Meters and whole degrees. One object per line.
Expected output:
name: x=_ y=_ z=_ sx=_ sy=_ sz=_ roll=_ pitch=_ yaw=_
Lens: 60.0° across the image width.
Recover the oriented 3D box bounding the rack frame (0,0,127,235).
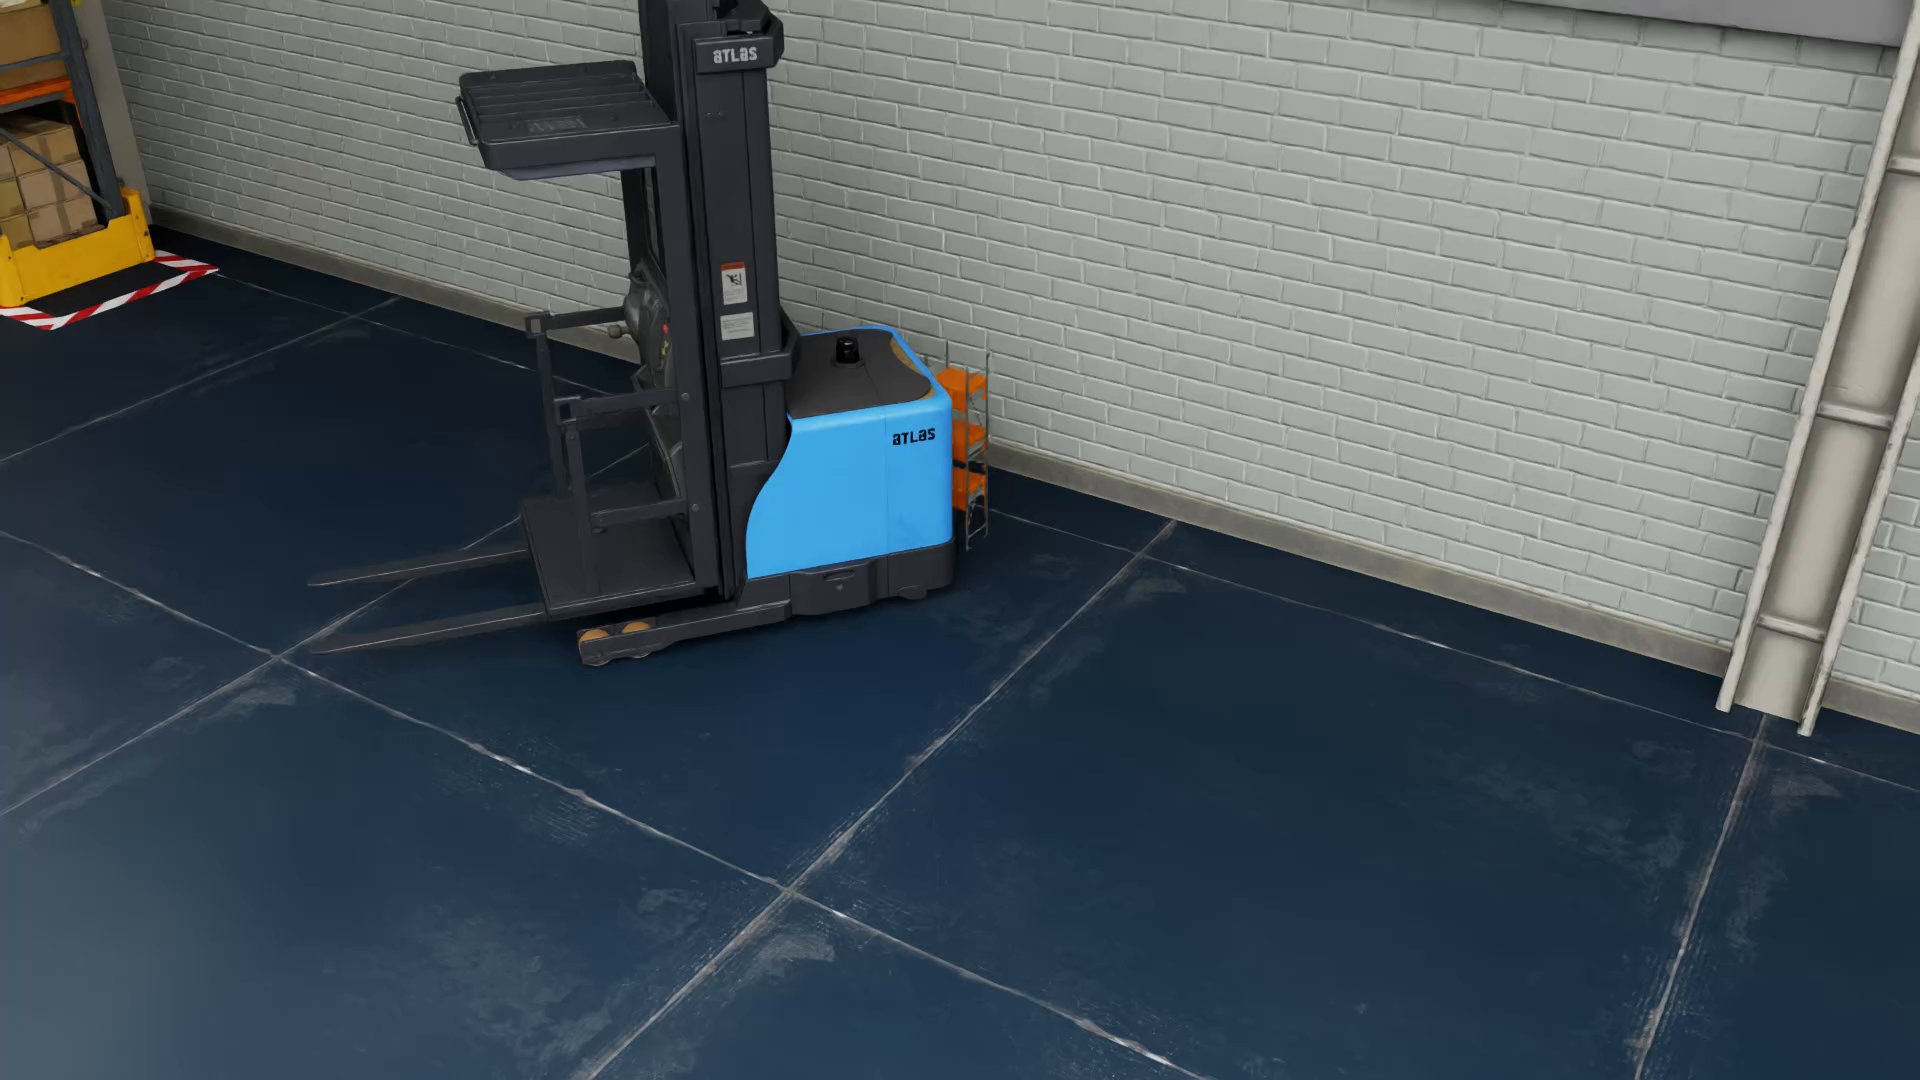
rack frame: x=-6.419 y=-3.196 z=11.252 sx=0.127 sy=3.000 sz=1.000 roll=18 pitch=35 yaw=27

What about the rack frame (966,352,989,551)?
rack frame: x=0.088 y=-0.438 z=8.457 sx=0.008 sy=1.050 sz=0.200 roll=18 pitch=35 yaw=29

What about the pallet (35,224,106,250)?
pallet: x=-7.089 y=-2.179 z=12.275 sx=1.213 sy=0.211 sz=1.003 roll=18 pitch=35 yaw=27

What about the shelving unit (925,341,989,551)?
shelving unit: x=-0.013 y=-0.472 z=8.516 sx=0.252 sy=1.050 sz=0.215 roll=18 pitch=35 yaw=29

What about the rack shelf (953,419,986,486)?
rack shelf: x=-0.013 y=-0.463 z=8.521 sx=0.240 sy=0.259 sz=0.215 roll=18 pitch=35 yaw=29

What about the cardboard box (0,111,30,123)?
cardboard box: x=-7.151 y=-2.964 z=12.173 sx=0.500 sy=0.250 sz=0.500 roll=18 pitch=35 yaw=27

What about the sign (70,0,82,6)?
sign: x=-6.119 y=-3.839 z=11.417 sx=0.005 sy=0.325 sz=0.100 roll=18 pitch=35 yaw=27

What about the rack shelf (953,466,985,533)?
rack shelf: x=-0.012 y=-0.223 z=8.662 sx=0.240 sy=0.259 sz=0.215 roll=18 pitch=35 yaw=29

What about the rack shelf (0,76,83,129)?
rack shelf: x=-8.113 y=-3.421 z=12.351 sx=4.000 sy=0.370 sz=1.077 roll=18 pitch=35 yaw=27

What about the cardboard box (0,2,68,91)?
cardboard box: x=-6.691 y=-3.491 z=11.657 sx=0.500 sy=0.500 sz=0.500 roll=19 pitch=35 yaw=29

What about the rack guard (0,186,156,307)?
rack guard: x=-6.399 y=-2.110 z=11.871 sx=0.348 sy=0.500 sz=1.175 roll=18 pitch=35 yaw=27

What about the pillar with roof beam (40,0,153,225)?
pillar with roof beam: x=-8.818 y=-4.521 z=7.570 sx=0.400 sy=9.000 sz=9.100 roll=18 pitch=35 yaw=27

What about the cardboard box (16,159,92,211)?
cardboard box: x=-6.707 y=-2.620 z=12.081 sx=0.500 sy=0.250 sz=0.500 roll=18 pitch=35 yaw=28

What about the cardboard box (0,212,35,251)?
cardboard box: x=-6.985 y=-2.181 z=11.823 sx=0.500 sy=0.250 sz=0.500 roll=18 pitch=35 yaw=28

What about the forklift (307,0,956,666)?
forklift: x=-1.594 y=-0.980 z=7.522 sx=3.031 sy=2.935 sz=1.130 roll=-10 pitch=32 yaw=-17

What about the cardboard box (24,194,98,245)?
cardboard box: x=-6.731 y=-2.405 z=12.207 sx=0.500 sy=0.250 sz=0.500 roll=18 pitch=35 yaw=28

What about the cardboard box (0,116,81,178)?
cardboard box: x=-6.725 y=-2.831 z=11.946 sx=0.500 sy=0.250 sz=0.500 roll=17 pitch=34 yaw=27

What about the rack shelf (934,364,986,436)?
rack shelf: x=-0.014 y=-0.708 z=8.378 sx=0.240 sy=0.259 sz=0.215 roll=18 pitch=35 yaw=29

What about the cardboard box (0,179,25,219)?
cardboard box: x=-6.997 y=-2.403 z=11.708 sx=0.500 sy=0.250 sz=0.500 roll=17 pitch=34 yaw=27

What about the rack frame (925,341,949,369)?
rack frame: x=-0.115 y=-0.506 z=8.574 sx=0.008 sy=1.050 sz=0.200 roll=18 pitch=35 yaw=29

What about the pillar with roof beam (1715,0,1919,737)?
pillar with roof beam: x=1.346 y=-1.306 z=2.059 sx=0.400 sy=9.000 sz=9.100 roll=18 pitch=35 yaw=27

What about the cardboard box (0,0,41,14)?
cardboard box: x=-6.568 y=-3.721 z=11.409 sx=0.250 sy=0.149 sz=0.380 roll=17 pitch=34 yaw=26

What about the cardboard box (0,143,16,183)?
cardboard box: x=-6.975 y=-2.612 z=11.570 sx=0.500 sy=0.250 sz=0.500 roll=19 pitch=35 yaw=29
